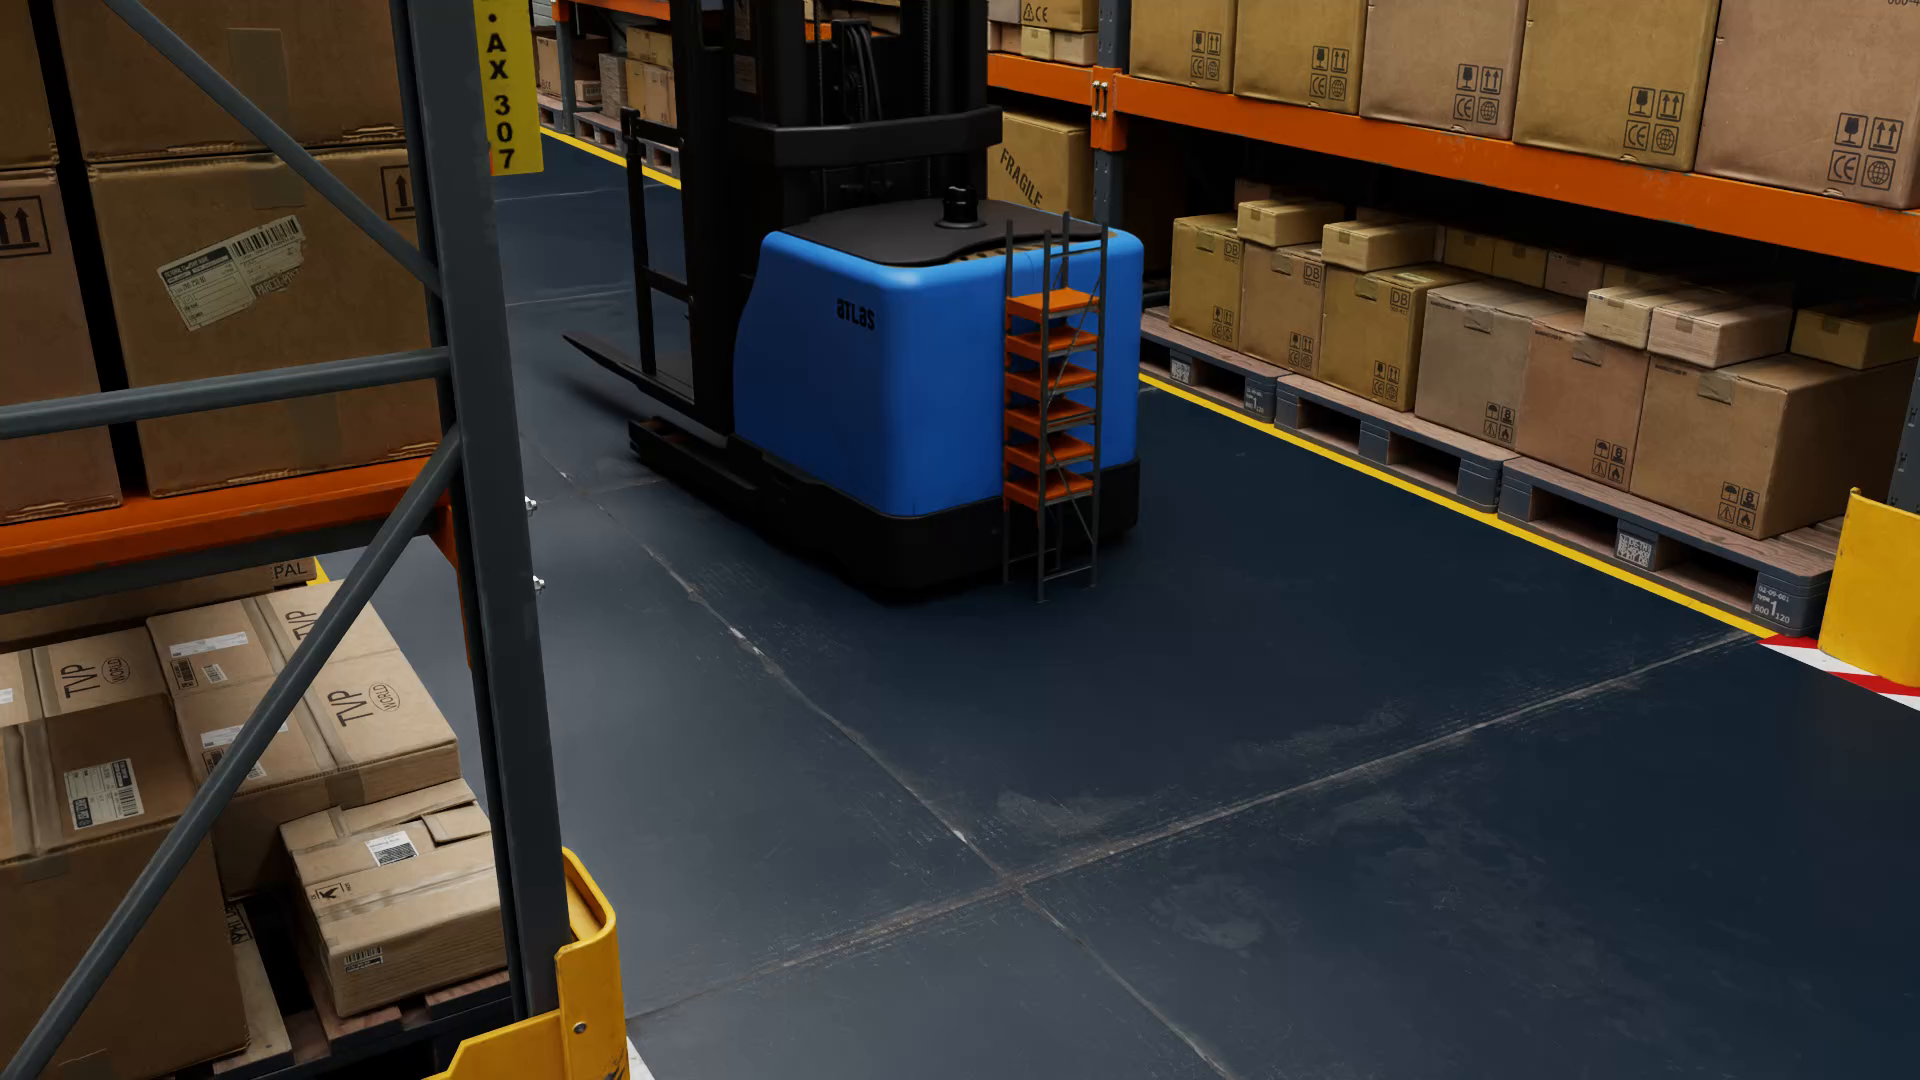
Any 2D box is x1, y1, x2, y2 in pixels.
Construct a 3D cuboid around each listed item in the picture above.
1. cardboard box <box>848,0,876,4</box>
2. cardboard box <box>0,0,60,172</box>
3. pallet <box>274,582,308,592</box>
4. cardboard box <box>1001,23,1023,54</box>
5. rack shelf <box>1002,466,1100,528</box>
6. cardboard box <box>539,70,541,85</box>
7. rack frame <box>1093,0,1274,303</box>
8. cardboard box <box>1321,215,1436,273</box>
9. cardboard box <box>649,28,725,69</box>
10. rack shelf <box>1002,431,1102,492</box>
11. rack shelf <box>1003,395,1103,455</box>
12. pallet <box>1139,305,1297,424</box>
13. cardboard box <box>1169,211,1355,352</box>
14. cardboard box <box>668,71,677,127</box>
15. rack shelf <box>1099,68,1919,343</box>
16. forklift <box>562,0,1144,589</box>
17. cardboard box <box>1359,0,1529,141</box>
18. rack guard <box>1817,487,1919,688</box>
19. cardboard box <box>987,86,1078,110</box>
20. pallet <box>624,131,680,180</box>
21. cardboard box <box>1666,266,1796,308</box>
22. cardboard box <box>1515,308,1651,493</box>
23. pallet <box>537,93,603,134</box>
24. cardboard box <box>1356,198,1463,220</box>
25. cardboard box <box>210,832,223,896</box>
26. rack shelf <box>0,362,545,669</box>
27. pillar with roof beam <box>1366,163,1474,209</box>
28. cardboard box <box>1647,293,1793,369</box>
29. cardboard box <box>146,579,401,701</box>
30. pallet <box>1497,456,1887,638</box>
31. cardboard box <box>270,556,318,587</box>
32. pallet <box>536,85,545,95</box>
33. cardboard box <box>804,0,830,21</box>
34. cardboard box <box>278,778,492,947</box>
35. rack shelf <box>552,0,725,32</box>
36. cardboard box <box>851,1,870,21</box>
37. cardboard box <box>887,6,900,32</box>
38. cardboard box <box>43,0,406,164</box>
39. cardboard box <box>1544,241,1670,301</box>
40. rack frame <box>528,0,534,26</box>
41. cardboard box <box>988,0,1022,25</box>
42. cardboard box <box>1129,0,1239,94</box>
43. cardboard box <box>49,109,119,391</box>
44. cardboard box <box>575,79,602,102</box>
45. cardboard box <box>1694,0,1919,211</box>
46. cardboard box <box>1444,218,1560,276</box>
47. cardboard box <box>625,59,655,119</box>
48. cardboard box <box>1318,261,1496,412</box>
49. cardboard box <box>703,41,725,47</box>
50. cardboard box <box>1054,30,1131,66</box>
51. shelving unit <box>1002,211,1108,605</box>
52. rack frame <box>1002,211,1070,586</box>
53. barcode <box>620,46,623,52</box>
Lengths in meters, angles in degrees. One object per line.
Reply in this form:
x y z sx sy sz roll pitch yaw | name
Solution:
-0.411 -3.376 9.579 0.500 0.500 0.500 -13 25 -28 | cardboard box
-1.585 -0.778 2.281 0.500 0.500 0.500 -13 25 -29 | cardboard box
-2.187 0.438 4.455 1.003 0.211 1.213 -13 25 -28 | pallet
0.434 -2.544 8.393 0.380 0.149 0.250 -12 25 -27 | cardboard box
0.292 -0.140 5.318 0.258 0.103 0.180 -15 27 -33 | rack shelf
-3.794 -4.421 15.905 0.380 0.149 0.250 -15 26 -32 | cardboard box
1.092 -2.426 7.797 1.000 3.000 0.127 -13 25 -28 | rack frame
1.671 -1.187 6.647 0.380 0.149 0.250 -13 26 -30 | cardboard box
-2.107 -3.864 13.075 0.500 0.250 0.500 -13 26 -30 | cardboard box
0.292 -0.251 5.273 0.258 0.103 0.180 -15 27 -33 | rack shelf
0.292 -0.362 5.228 0.258 0.103 0.180 -15 27 -33 | rack shelf
1.414 -0.873 7.679 1.003 0.211 1.213 -13 25 -28 | pallet
1.386 -1.201 7.544 0.700 0.500 0.500 -12 25 -28 | cardboard box
-1.805 -3.334 12.767 0.700 0.500 0.500 -13 25 -29 | cardboard box
2.114 -1.445 6.339 1.077 0.370 4.000 -13 25 -28 | rack shelf
-0.648 -1.699 6.099 1.130 2.935 3.031 -15 27 -33 | forklift
2.104 -1.915 6.142 0.980 0.700 0.700 -14 26 -31 | cardboard box
3.148 0.034 5.063 1.175 0.500 0.348 -13 25 -28 | rack guard
0.192 -2.097 9.285 0.750 0.750 0.750 -12 25 -27 | cardboard box
-1.968 -3.077 13.101 1.003 0.211 1.213 -13 25 -28 | pallet
2.668 -0.838 5.789 0.380 0.149 0.250 -13 25 -28 | cardboard box
2.436 -0.537 5.911 0.700 0.500 0.500 -13 25 -28 | cardboard box
-3.368 -3.935 15.211 1.003 0.211 1.213 -13 25 -28 | pallet
1.889 -1.331 7.003 0.380 0.149 0.250 -14 26 -30 | cardboard box
-1.740 0.654 3.396 0.380 0.166 0.250 -13 25 -28 | cardboard box
-2.143 -0.491 3.992 1.077 0.370 4.000 -13 25 -28 | rack shelf
-1.507 -4.317 4.482 9.100 9.000 0.400 -13 25 -28 | pillar with roof beam
2.470 -0.682 5.407 0.380 0.149 0.250 -13 25 -29 | cardboard box
-1.666 0.338 4.063 0.500 0.250 0.500 -13 25 -28 | cardboard box
2.660 -0.083 5.736 1.003 0.211 1.213 -13 25 -28 | pallet
-2.246 -0.058 4.956 0.500 0.311 0.500 -13 25 -28 | cardboard box
-3.995 -4.330 16.184 1.003 0.211 1.213 -13 25 -28 | pallet
-0.798 -3.277 10.198 0.380 0.149 0.250 -12 25 -27 | cardboard box
-1.167 0.649 3.410 0.380 0.166 0.250 -13 25 -28 | cardboard box
-1.973 -4.035 12.711 1.077 0.370 4.000 -13 25 -28 | rack shelf
-0.423 -3.137 9.853 0.380 0.149 0.250 -12 25 -27 | cardboard box
-0.189 -2.968 9.438 0.380 0.149 0.250 -12 25 -28 | cardboard box
-1.121 -0.881 2.535 0.500 0.500 0.500 -12 25 -27 | cardboard box
2.410 -1.001 6.191 0.380 0.149 0.250 -12 25 -27 | cardboard box
-5.037 -6.311 17.354 1.000 3.000 0.127 -13 25 -28 | rack frame
0.371 -2.884 8.368 0.500 0.500 0.500 -12 25 -28 | cardboard box
1.355 -2.386 7.301 0.980 0.700 0.700 -12 25 -27 | cardboard box
-1.389 -0.584 3.132 0.500 0.500 0.500 -13 25 -29 | cardboard box
-3.293 -4.074 15.031 0.380 0.166 0.250 -17 27 -35 | cardboard box
2.867 -1.433 4.956 0.980 0.700 0.700 -11 25 -26 | cardboard box
2.150 -1.166 6.597 0.380 0.149 0.250 -13 26 -29 | cardboard box
-2.297 -3.669 13.590 0.700 0.500 0.500 -13 26 -29 | cardboard box
1.900 -0.871 6.733 0.700 0.500 0.500 -12 25 -27 | cardboard box
-1.601 -3.534 12.261 0.500 0.250 0.500 -12 25 -27 | cardboard box
0.676 -2.374 7.976 0.380 0.149 0.250 -12 25 -28 | cardboard box
0.292 -0.404 5.211 0.258 1.200 0.189 -15 27 -33 | shelving unit
0.238 -0.432 5.280 0.240 1.200 0.006 -15 27 -33 | rack frame
-3.064 -4.431 15.039 0.001 0.075 0.075 -13 25 -28 | barcode
